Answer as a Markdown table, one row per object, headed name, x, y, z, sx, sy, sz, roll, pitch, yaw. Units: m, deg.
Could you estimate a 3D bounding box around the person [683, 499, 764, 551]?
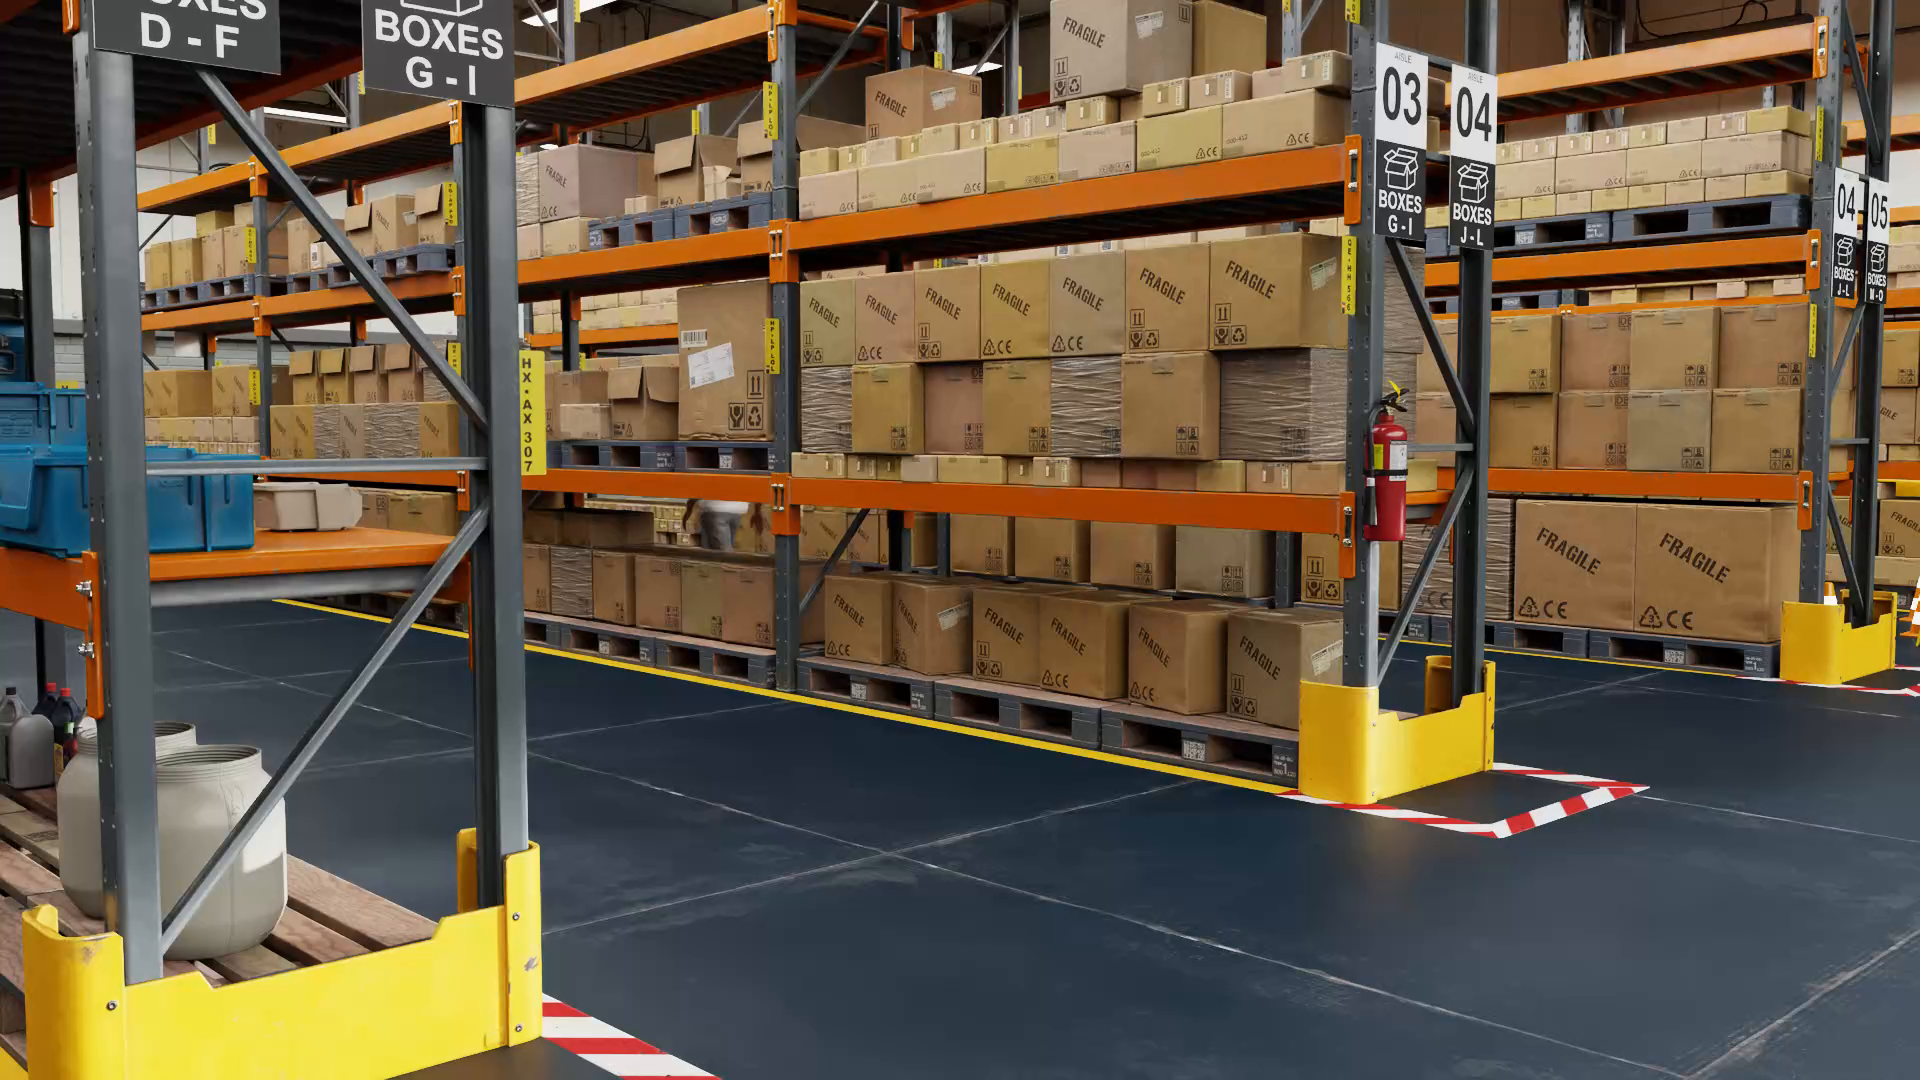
| name | x | y | z | sx | sy | sz | roll | pitch | yaw |
| --- | --- | --- | --- | --- | --- | --- | --- | --- | --- |
| person | -2.038 | -0.231 | 13.918 | 0.887 | 1.751 | 0.611 | 4 | 5 | 44 |
